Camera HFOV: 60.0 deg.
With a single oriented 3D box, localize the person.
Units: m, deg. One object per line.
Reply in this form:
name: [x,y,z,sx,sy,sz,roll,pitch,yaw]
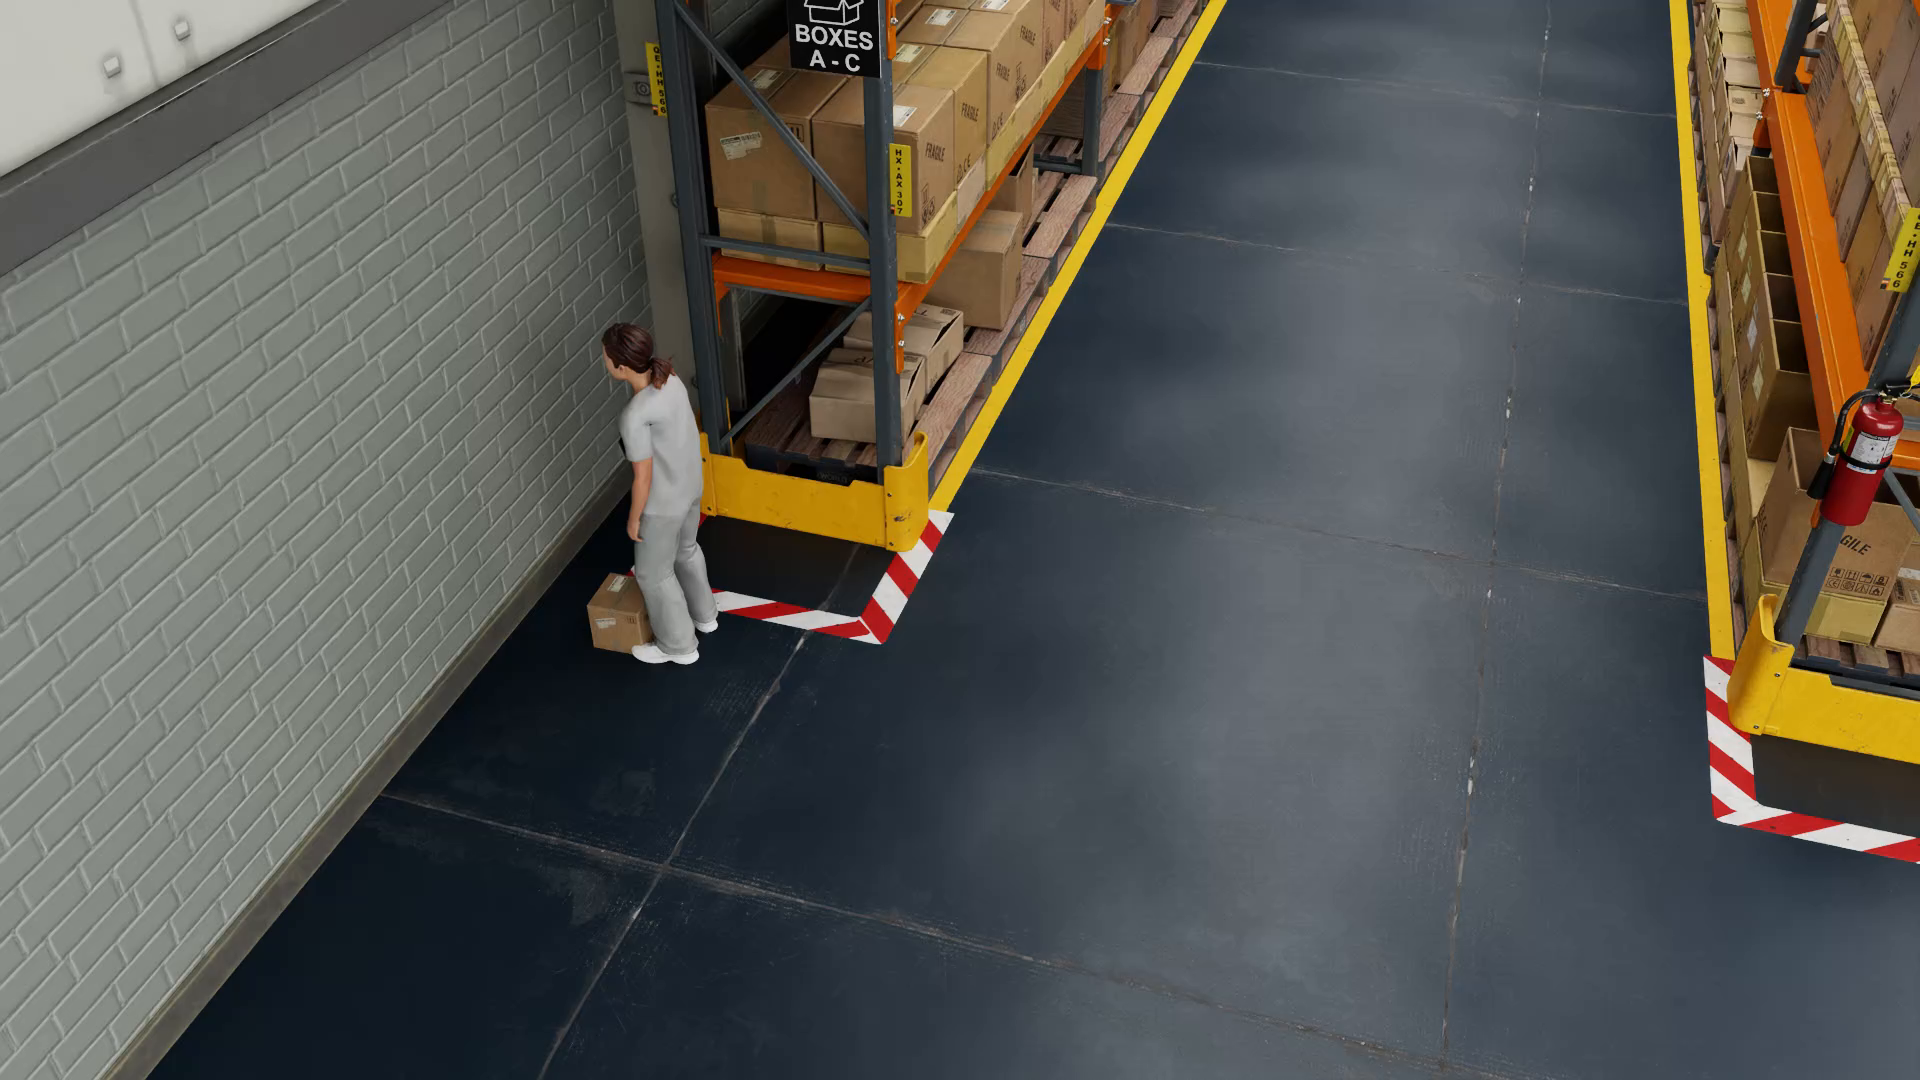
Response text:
person: [-1.286,-0.191,7.143,0.360,1.672,0.485,11,39,14]
